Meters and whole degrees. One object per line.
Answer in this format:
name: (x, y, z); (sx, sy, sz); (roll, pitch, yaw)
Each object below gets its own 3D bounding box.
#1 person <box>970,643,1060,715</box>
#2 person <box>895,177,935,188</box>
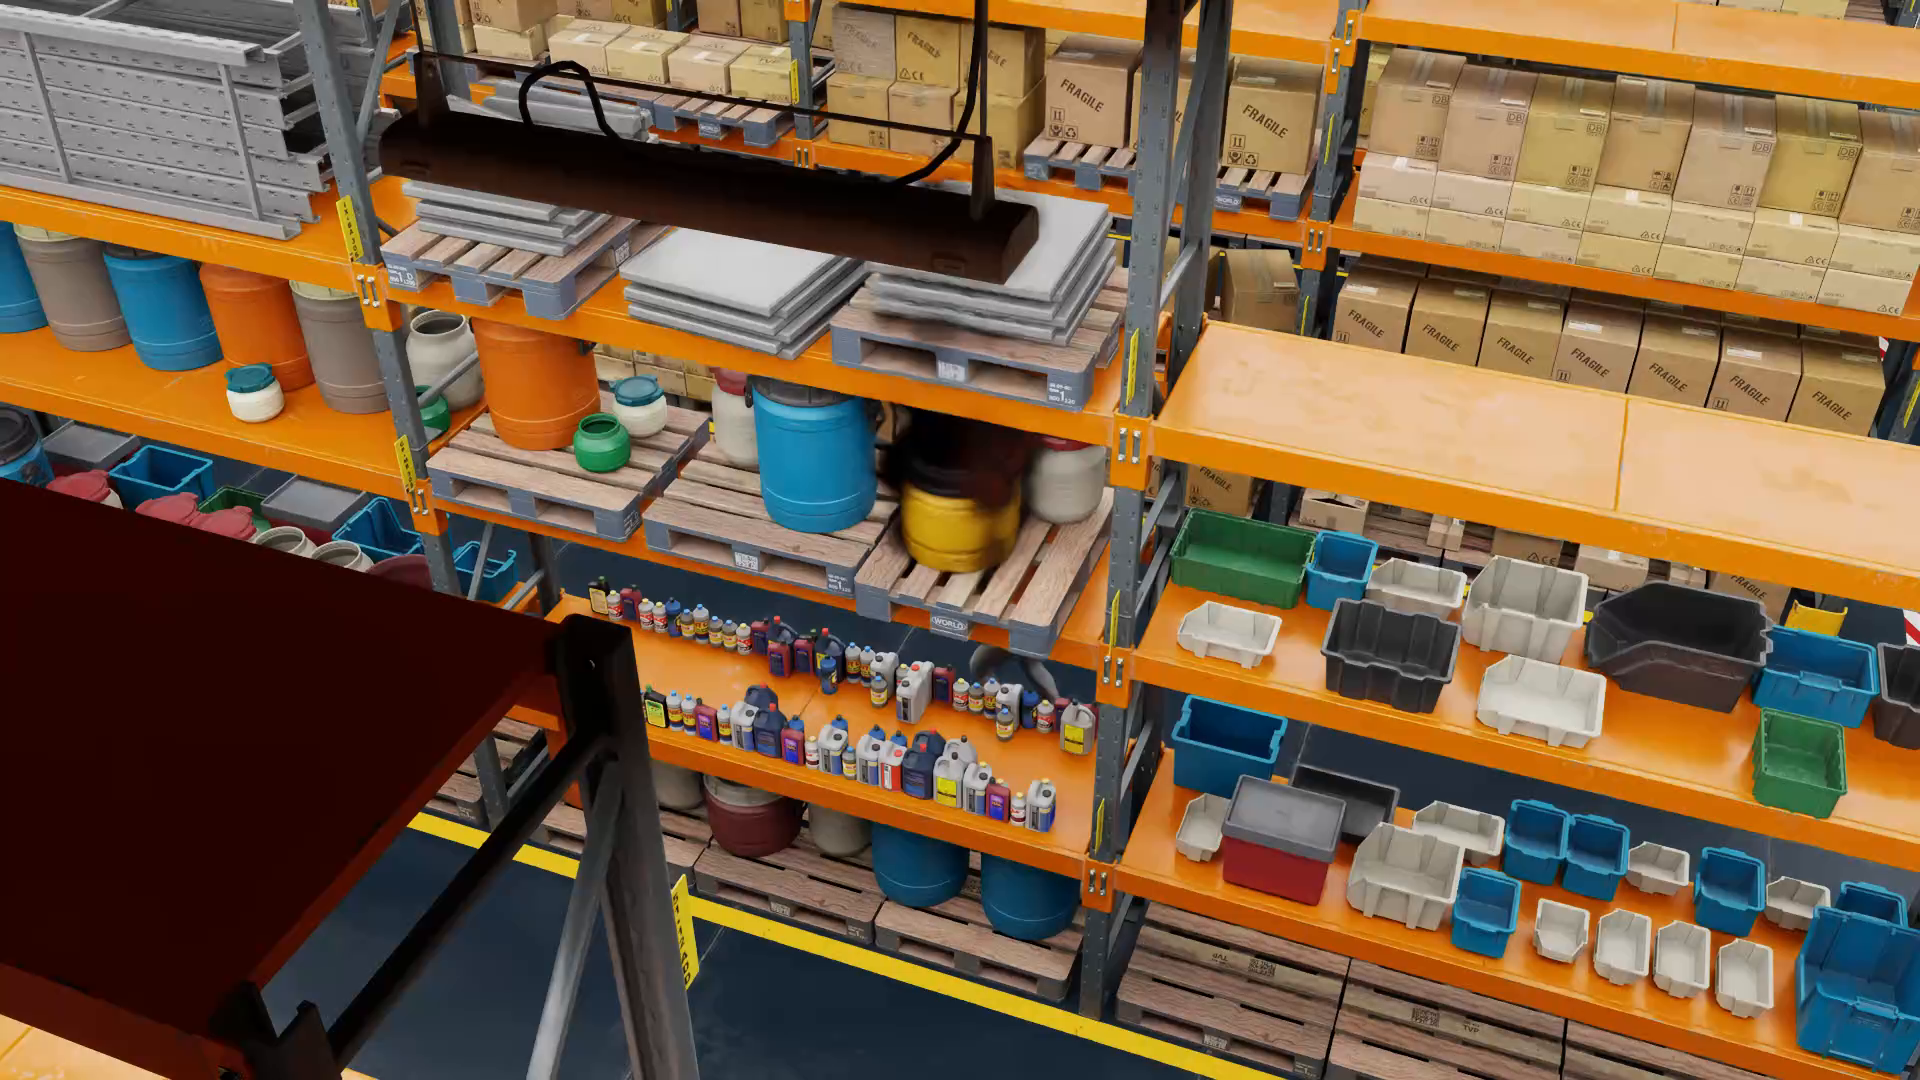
person: (0.374, 0.626, 11.132); (0.753, 1.757, 0.542); (16, 39, 20)
person: (-0.445, -2.963, 16.068); (0.742, 1.609, 0.618); (14, 39, 18)
